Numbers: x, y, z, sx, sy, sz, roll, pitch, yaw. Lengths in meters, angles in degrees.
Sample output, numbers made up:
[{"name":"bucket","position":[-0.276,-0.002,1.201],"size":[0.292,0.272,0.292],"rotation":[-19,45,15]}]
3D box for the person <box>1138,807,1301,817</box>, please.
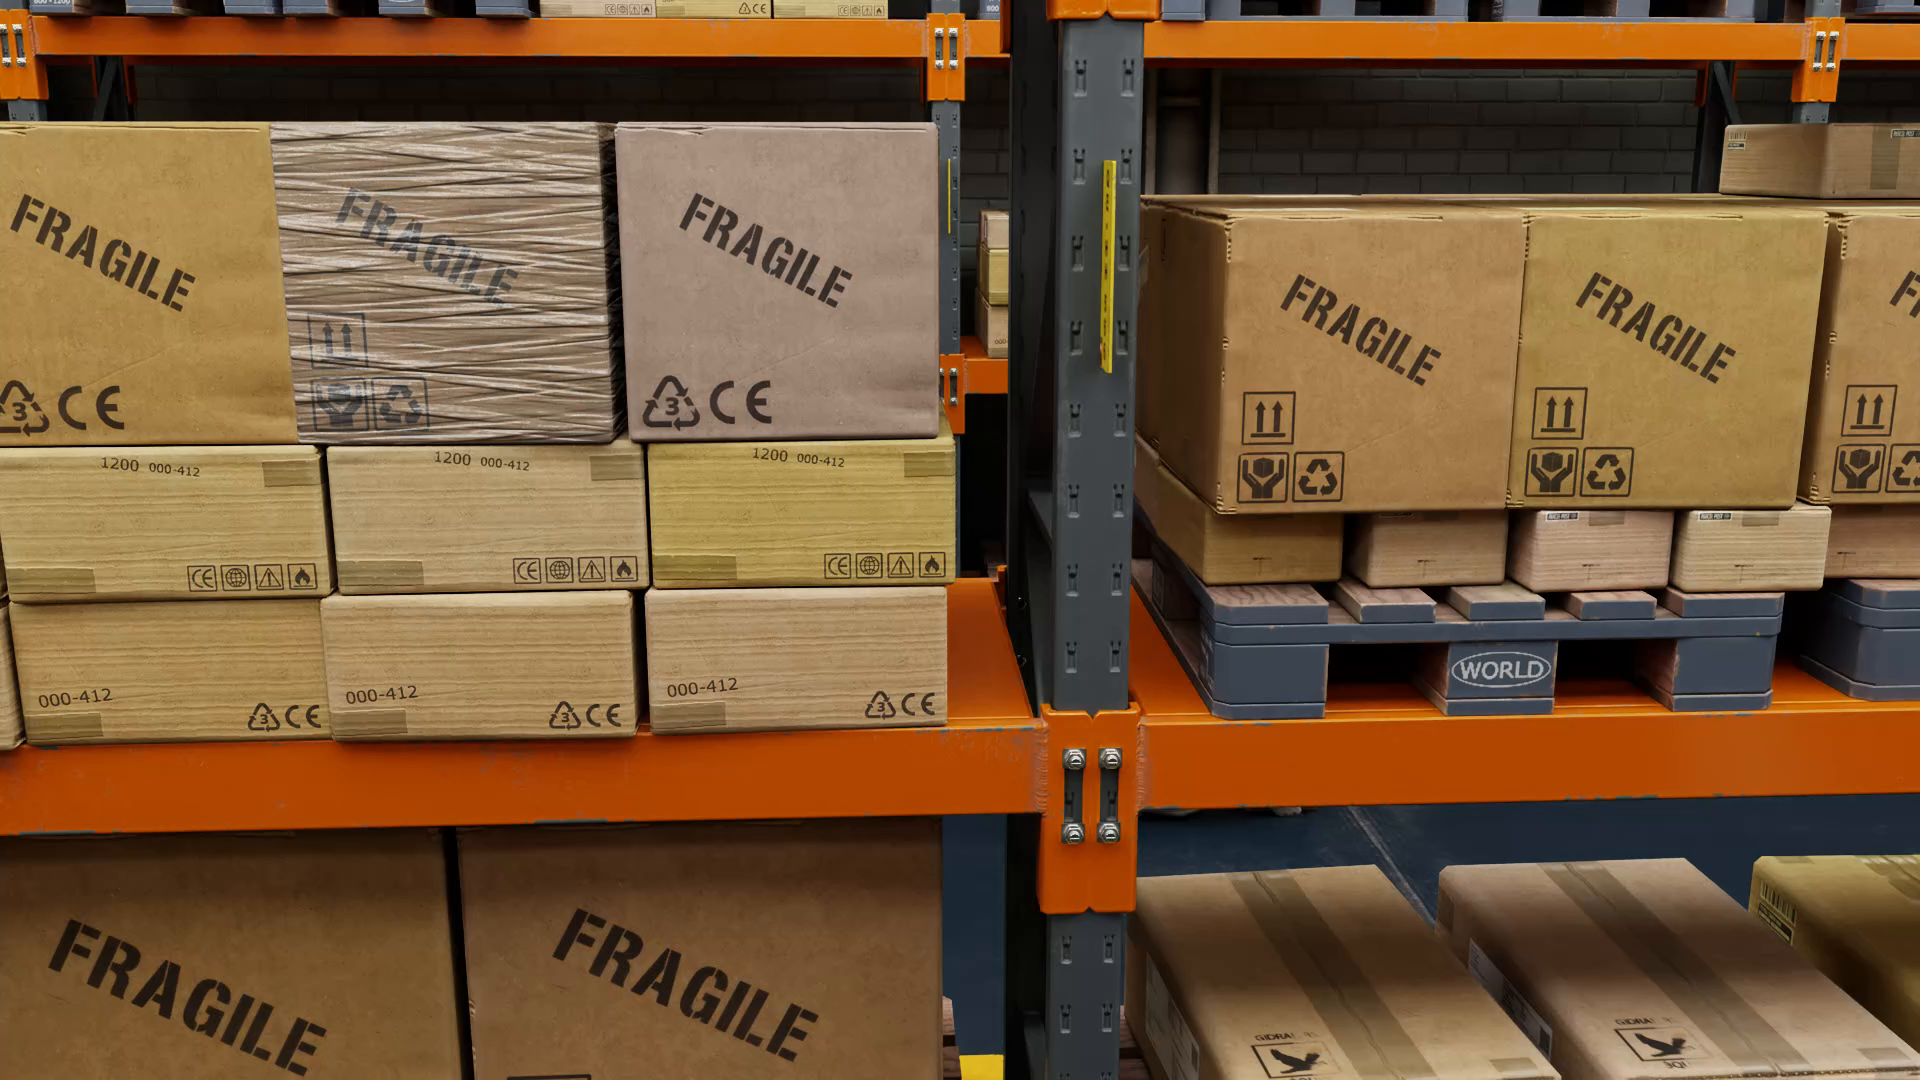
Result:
[{"name":"person","position":[0.803,0.529,5.843],"size":[0.992,0.845,0.534],"rotation":[-1,13,-5]}]
